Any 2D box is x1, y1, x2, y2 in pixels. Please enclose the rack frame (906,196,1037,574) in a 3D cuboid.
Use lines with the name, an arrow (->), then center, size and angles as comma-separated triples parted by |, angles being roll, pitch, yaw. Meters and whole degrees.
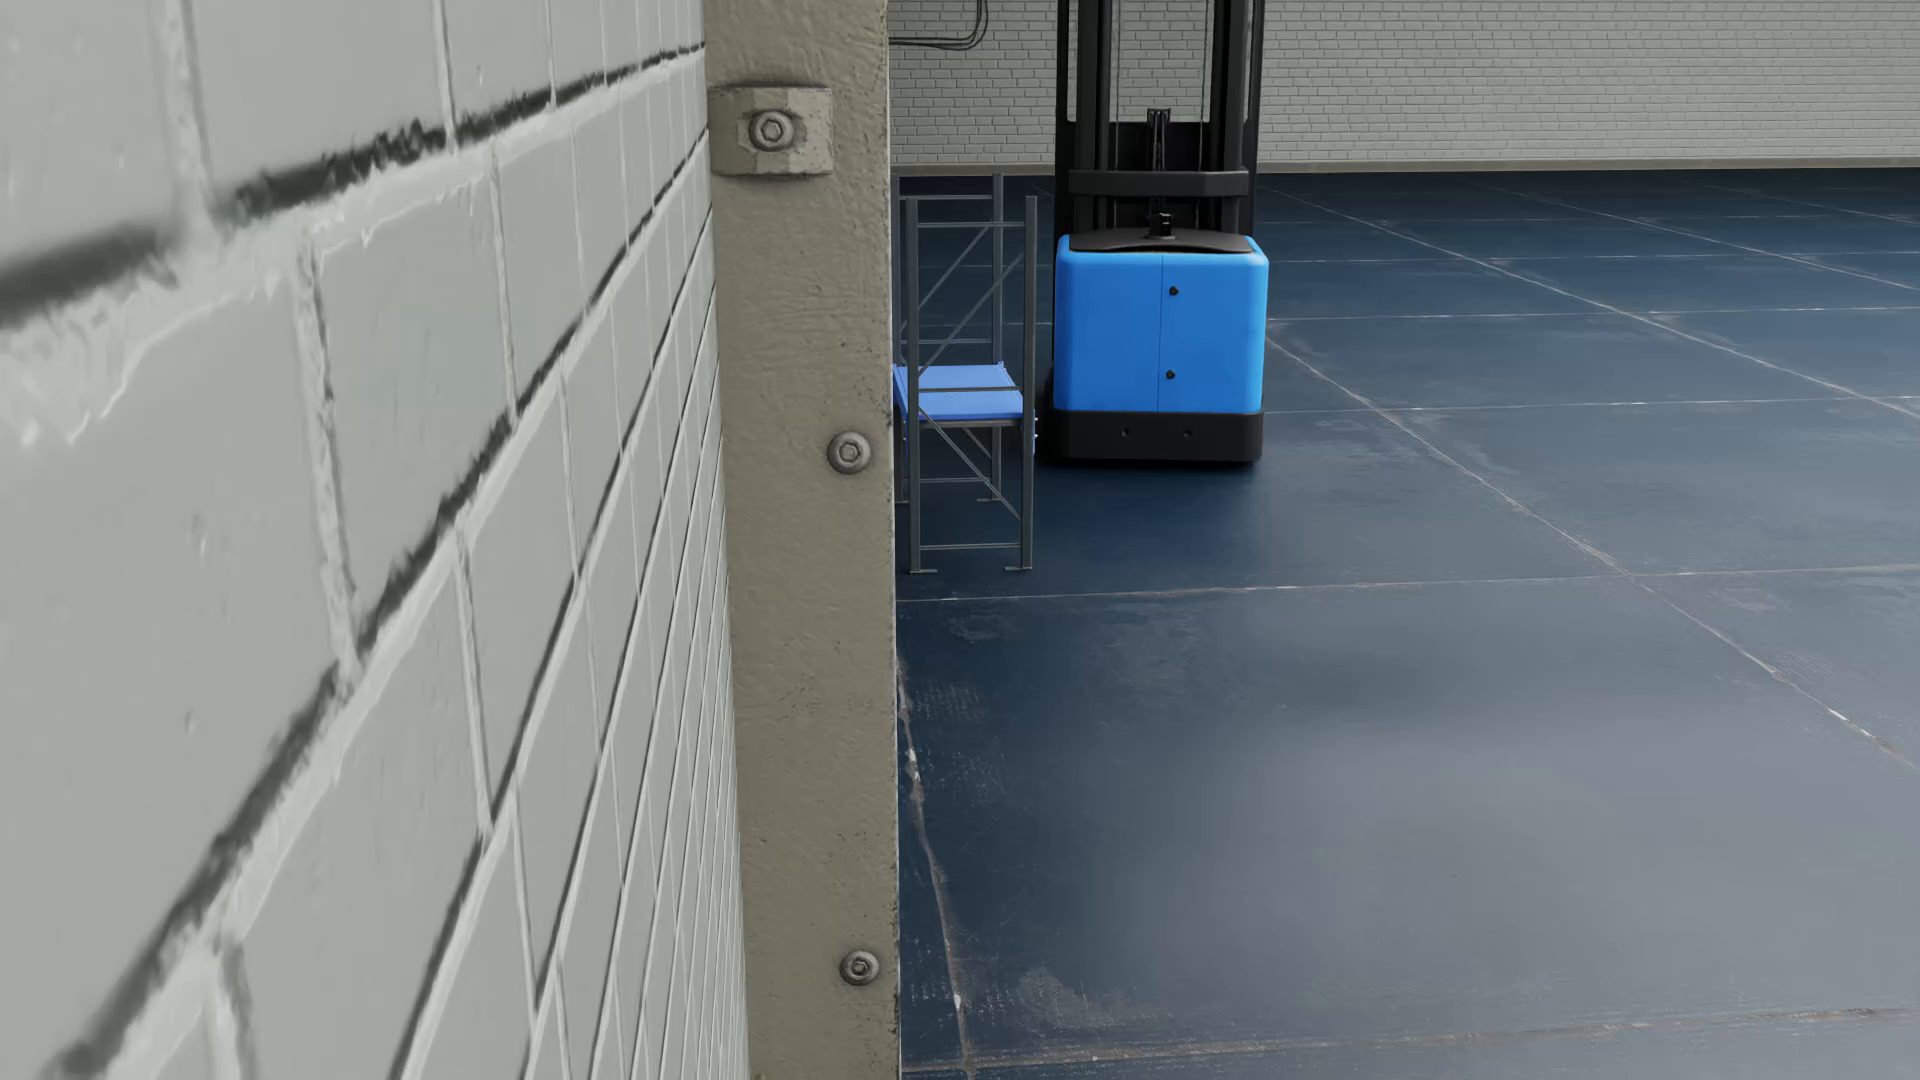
rack frame -> 0.044, -0.590, 6.551 | 0.500, 1.500, 0.032 | -2, 18, -6

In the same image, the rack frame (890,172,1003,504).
rack frame -> -0.061, -0.892, 7.516 | 0.500, 1.500, 0.032 | -2, 18, -6

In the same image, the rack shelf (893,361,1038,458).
rack shelf -> -0.009, -0.569, 7.087 | 0.538, 0.185, 1.000 | -2, 18, -6

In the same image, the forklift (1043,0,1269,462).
forklift -> 1.073, -2.176, 9.214 | 1.130, 2.935, 3.031 | 1, 17, 4

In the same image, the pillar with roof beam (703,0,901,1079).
pillar with roof beam -> 3.990, -3.285, 2.618 | 9.100, 9.000, 0.400 | -2, 18, -6

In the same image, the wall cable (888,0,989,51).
wall cable -> -1.137, -7.952, 22.668 | 3.097, 2.526, 0.112 | -2, 18, -6

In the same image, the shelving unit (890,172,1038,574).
shelving unit -> -0.009, -0.741, 7.033 | 0.538, 1.500, 1.048 | -2, 18, -6
